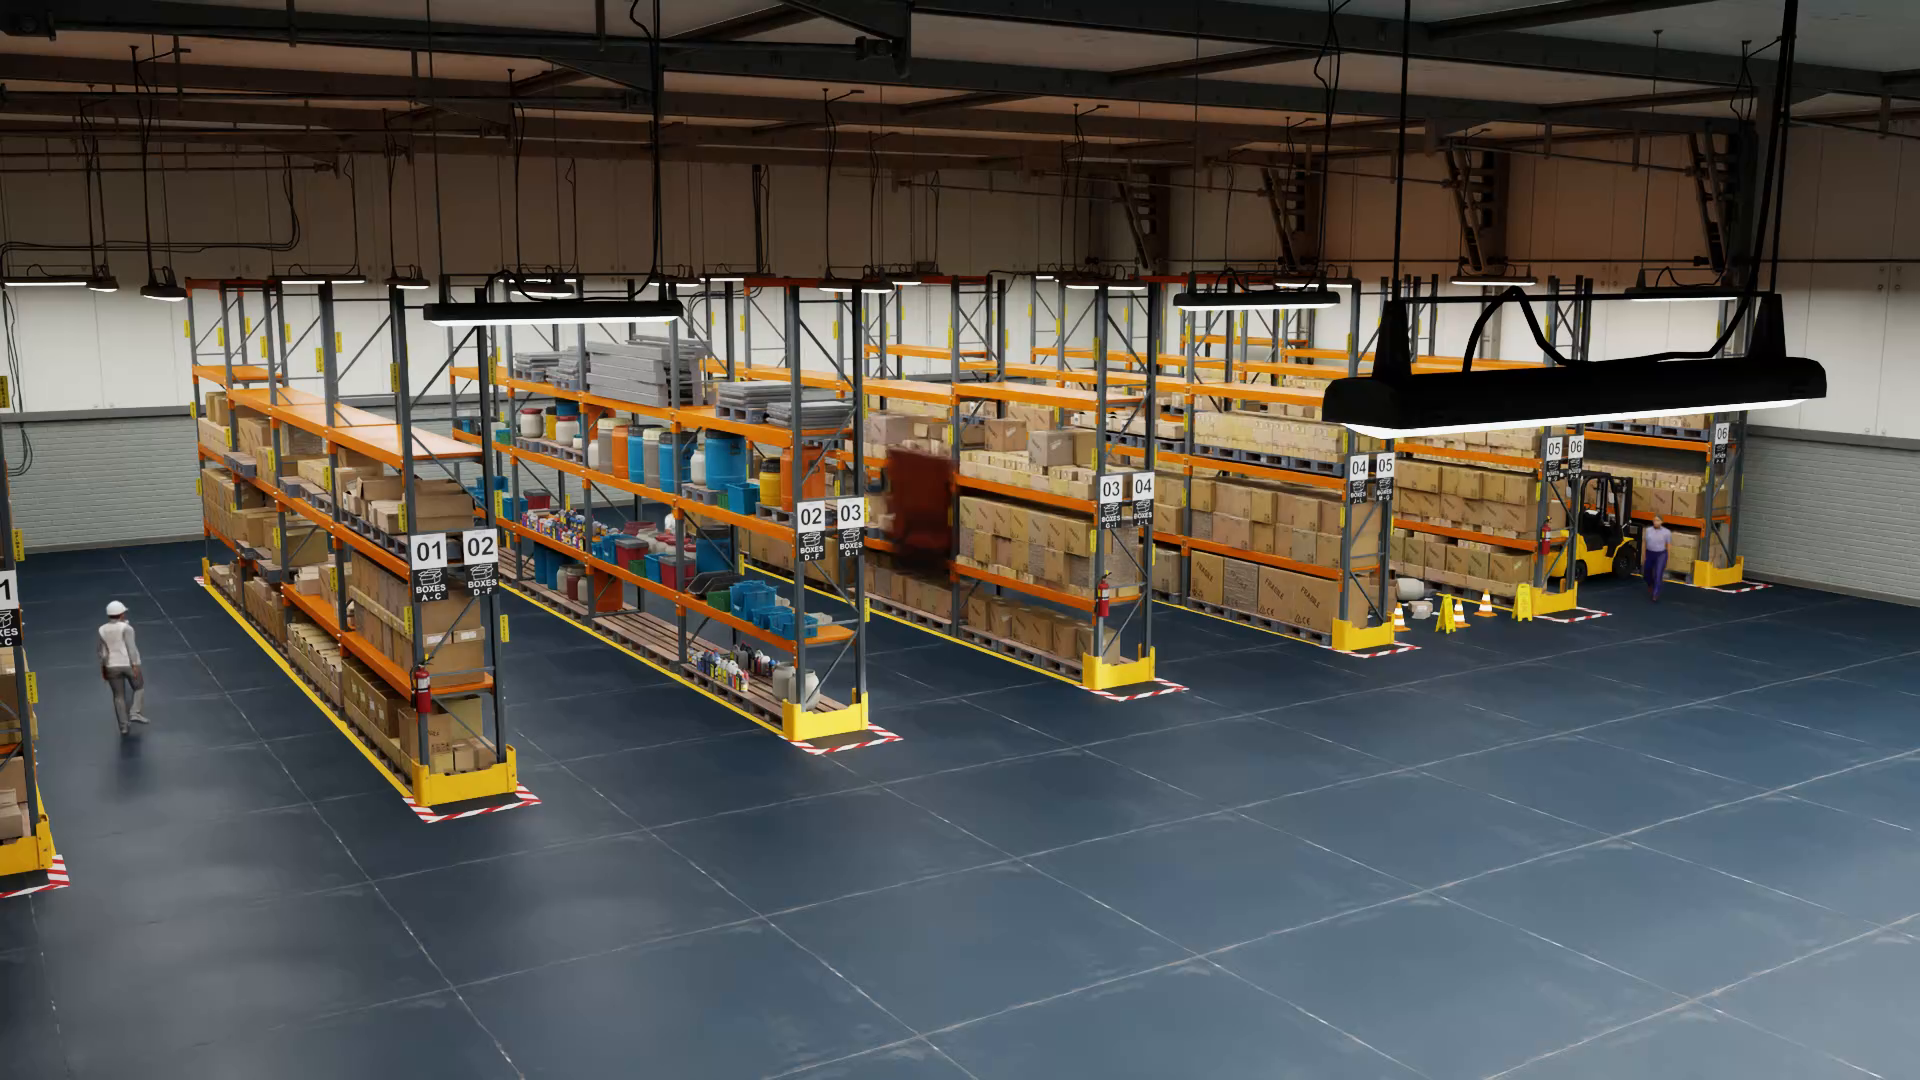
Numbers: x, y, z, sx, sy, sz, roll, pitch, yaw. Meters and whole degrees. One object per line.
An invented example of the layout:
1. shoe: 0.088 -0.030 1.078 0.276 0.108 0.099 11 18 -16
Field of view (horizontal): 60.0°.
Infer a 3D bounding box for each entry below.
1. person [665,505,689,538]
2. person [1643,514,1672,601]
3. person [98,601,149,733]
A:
1. person: -5.623 0.038 32.835 0.486 1.603 1.043 -6 11 -32
2. person: 13.113 0.305 31.265 0.476 1.610 0.877 6 11 31
3. person: -11.345 1.708 22.495 0.566 1.759 0.484 -3 10 -18
